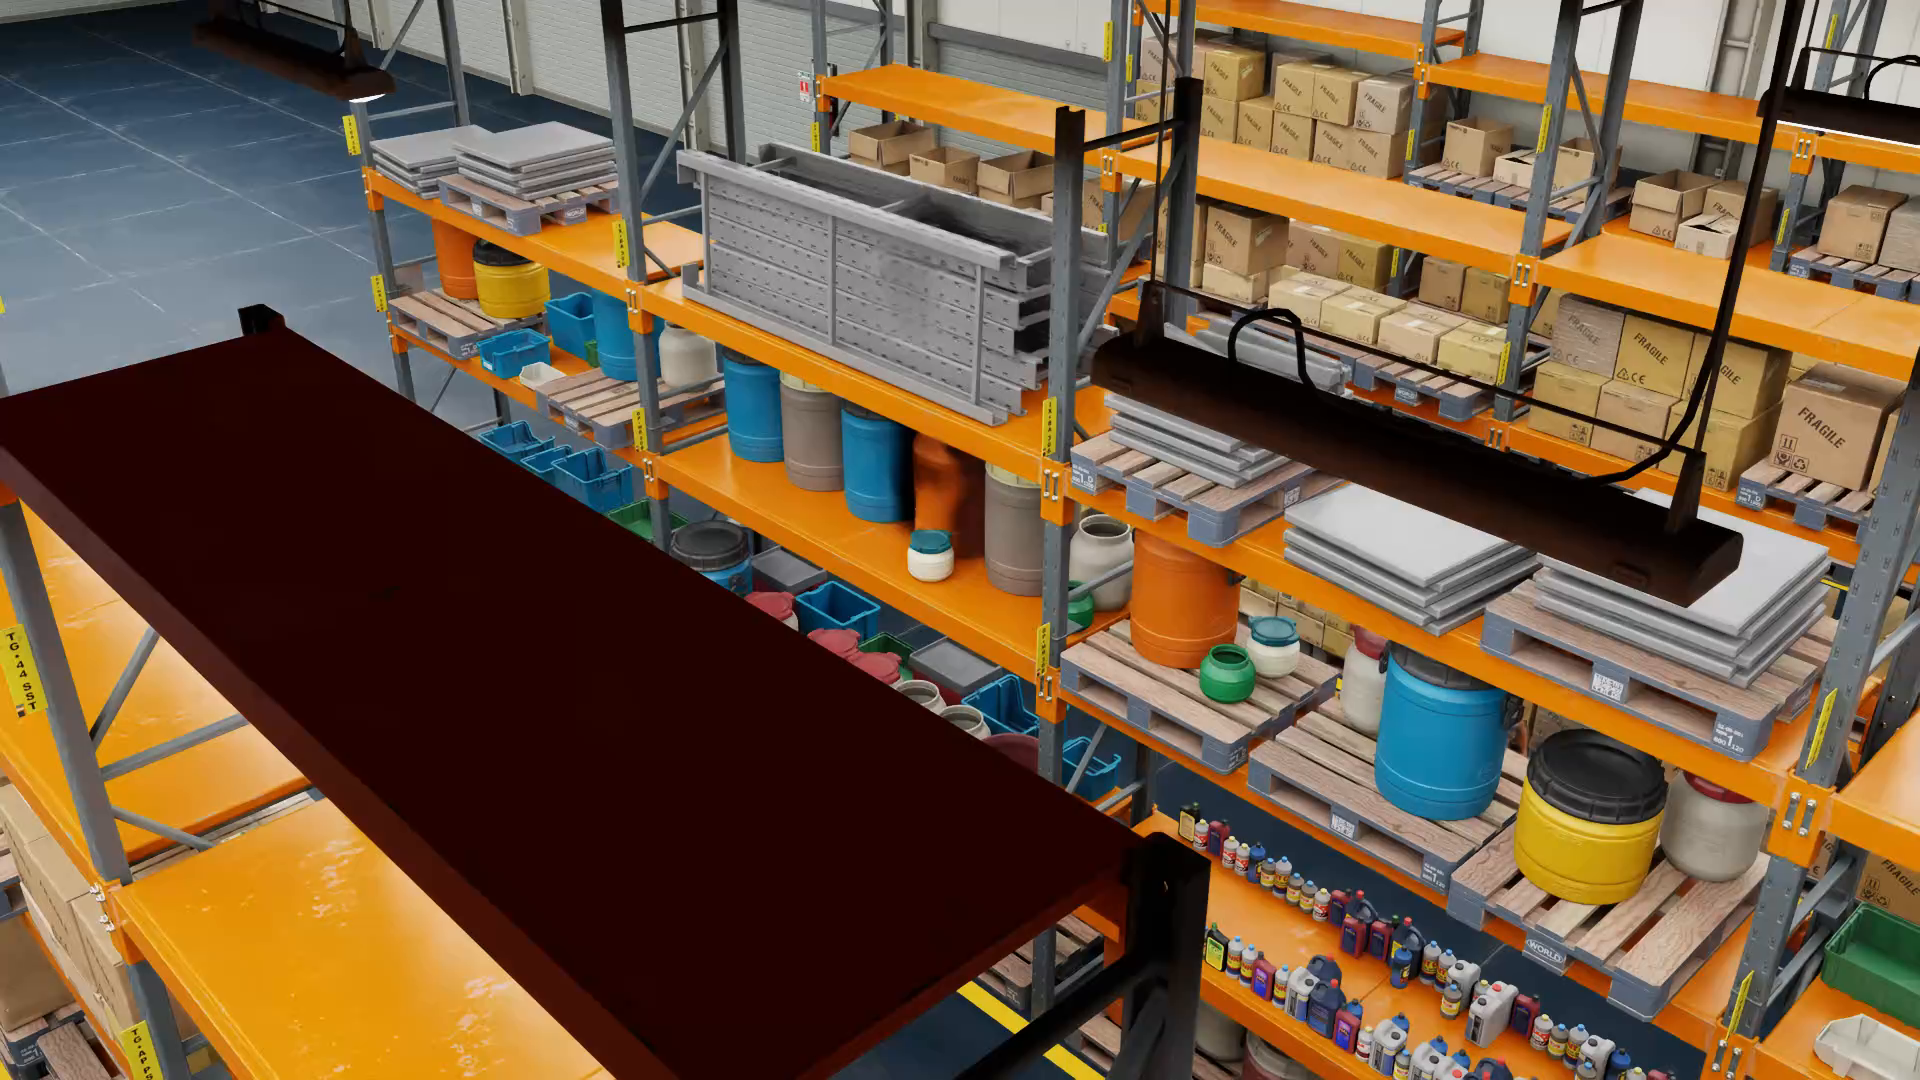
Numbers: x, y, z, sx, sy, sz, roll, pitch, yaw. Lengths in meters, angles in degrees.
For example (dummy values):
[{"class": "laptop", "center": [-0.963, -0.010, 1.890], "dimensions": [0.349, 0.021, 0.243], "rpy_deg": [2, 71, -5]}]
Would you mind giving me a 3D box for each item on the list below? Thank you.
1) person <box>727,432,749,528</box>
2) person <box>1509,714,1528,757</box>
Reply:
[{"class": "person", "center": [-2.076, -0.860, 16.738], "dimensions": [0.659, 1.651, 0.629], "rpy_deg": [1, 28, 1]}, {"class": "person", "center": [3.681, 1.700, 11.745], "dimensions": [0.667, 1.425, 0.597], "rpy_deg": [11, 30, 19]}]
